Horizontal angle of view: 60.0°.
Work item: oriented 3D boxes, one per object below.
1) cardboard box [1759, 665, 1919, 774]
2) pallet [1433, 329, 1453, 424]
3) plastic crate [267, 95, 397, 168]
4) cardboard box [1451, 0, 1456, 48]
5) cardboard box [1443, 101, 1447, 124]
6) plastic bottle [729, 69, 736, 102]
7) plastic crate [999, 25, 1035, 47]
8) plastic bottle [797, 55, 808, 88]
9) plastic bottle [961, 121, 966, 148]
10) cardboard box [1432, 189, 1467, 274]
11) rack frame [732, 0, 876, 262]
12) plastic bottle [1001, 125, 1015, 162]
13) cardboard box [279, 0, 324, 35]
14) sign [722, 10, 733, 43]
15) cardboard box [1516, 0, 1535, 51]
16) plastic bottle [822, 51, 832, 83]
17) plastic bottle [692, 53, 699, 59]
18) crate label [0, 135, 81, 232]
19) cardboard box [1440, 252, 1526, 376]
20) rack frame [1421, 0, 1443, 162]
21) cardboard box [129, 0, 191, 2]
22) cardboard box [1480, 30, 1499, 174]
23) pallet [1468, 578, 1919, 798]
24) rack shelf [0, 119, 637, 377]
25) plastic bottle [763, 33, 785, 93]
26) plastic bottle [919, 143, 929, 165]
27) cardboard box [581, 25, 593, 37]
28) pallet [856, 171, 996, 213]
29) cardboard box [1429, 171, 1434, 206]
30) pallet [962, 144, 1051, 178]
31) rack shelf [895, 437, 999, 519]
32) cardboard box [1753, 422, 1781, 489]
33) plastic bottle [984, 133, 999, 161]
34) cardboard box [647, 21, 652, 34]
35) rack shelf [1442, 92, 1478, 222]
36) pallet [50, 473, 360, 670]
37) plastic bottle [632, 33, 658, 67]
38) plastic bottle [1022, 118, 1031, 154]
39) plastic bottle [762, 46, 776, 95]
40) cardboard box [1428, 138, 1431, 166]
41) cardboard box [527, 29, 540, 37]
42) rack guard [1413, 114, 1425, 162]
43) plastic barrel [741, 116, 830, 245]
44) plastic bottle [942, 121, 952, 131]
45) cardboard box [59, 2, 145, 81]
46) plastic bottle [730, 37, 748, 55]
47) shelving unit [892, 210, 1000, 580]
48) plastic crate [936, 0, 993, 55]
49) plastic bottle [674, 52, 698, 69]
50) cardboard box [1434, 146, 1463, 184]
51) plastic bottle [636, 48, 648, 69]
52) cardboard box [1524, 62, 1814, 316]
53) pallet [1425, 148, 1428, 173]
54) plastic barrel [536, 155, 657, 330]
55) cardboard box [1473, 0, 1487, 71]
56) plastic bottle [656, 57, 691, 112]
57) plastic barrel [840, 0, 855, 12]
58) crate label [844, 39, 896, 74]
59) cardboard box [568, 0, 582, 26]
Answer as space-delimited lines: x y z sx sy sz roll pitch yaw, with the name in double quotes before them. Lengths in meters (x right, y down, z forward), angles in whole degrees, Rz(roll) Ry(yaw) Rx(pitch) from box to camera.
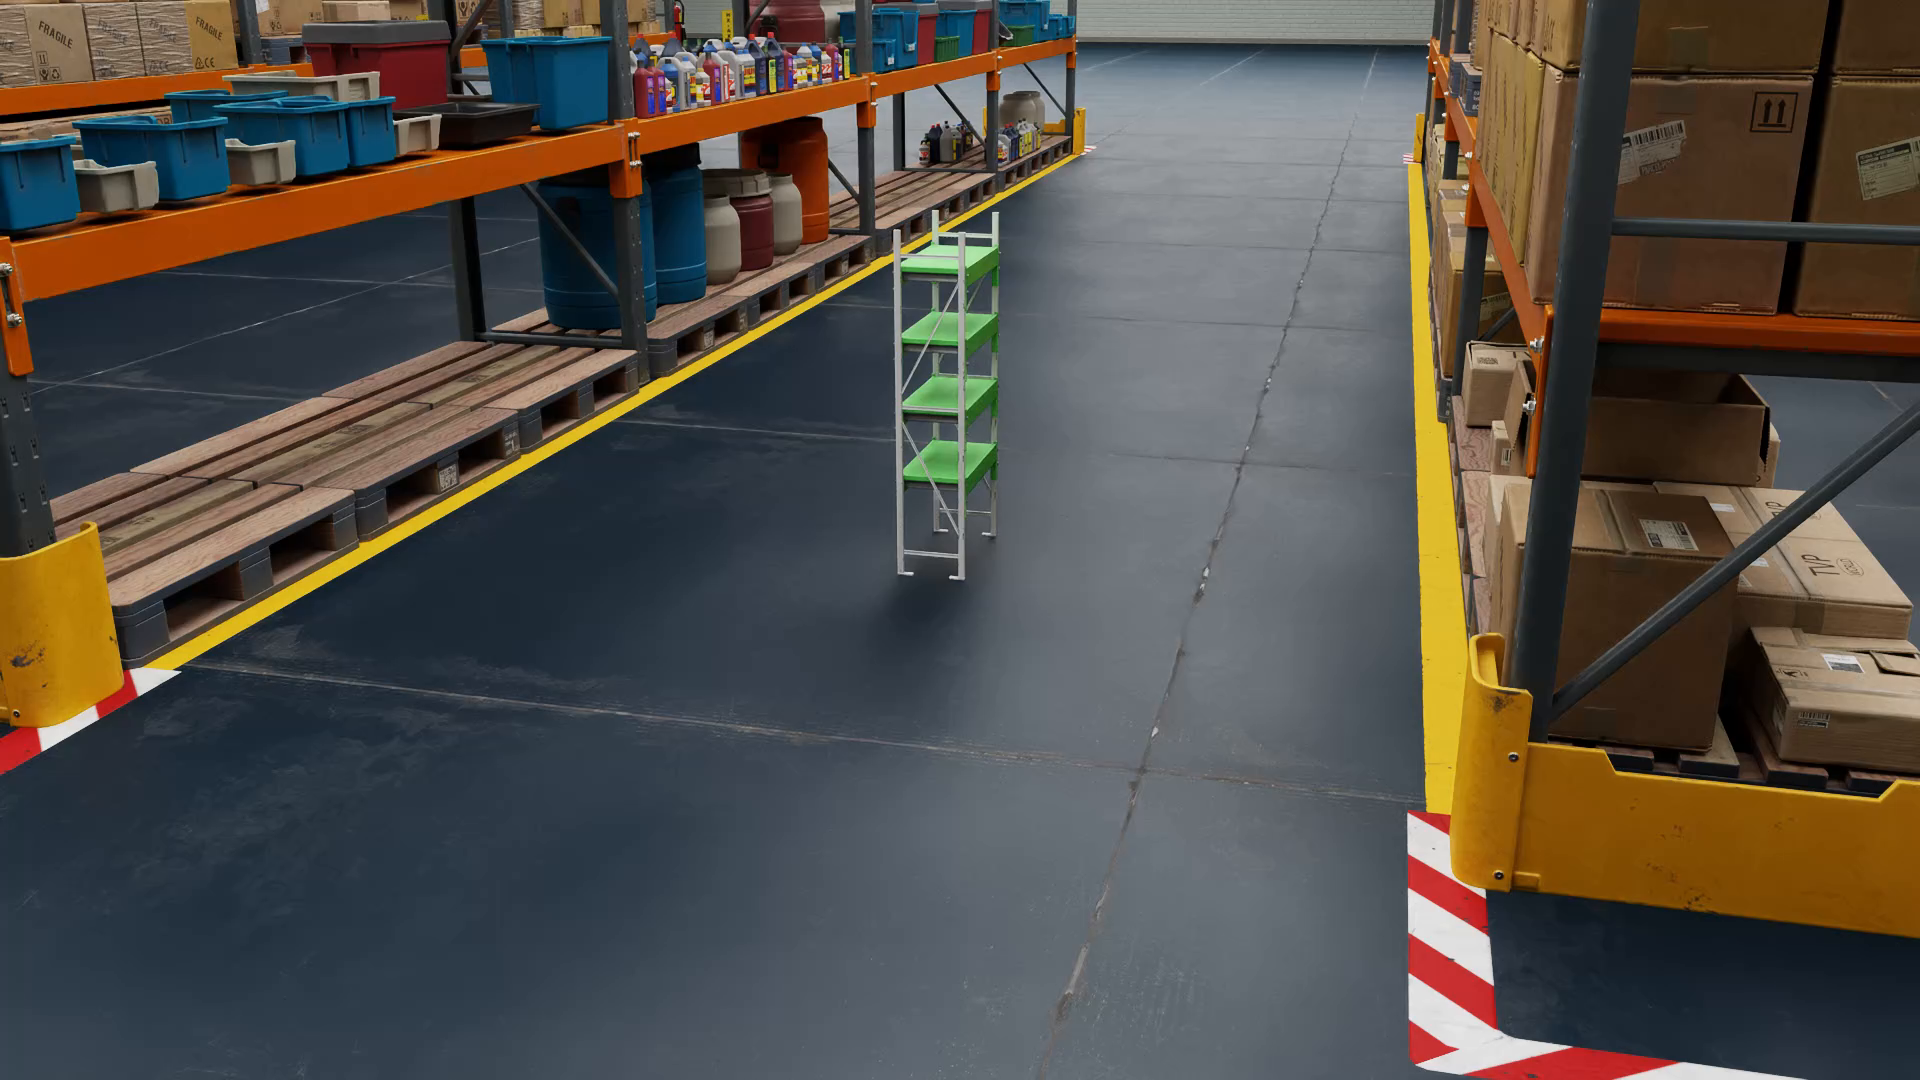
"cardboard box" 2.167 0.432 4.011 0.380 0.149 0.250 5 19 13
"pallet" 2.871 -0.796 8.193 1.003 0.211 1.213 5 19 13
"plastic crate" -2.296 -1.504 6.117 0.416 0.233 0.300 5 19 13
"cardboard box" 5.015 -4.875 15.666 0.700 0.500 0.500 5 19 14
"cardboard box" 4.699 -3.936 15.516 0.500 0.500 0.500 5 19 13
"plastic bottle" -1.330 -2.596 9.454 0.097 0.201 0.097 0 19 0
"plastic crate" 0.467 -5.061 16.692 0.450 0.188 0.662 5 19 13
"plastic bottle" -1.022 -2.990 10.609 0.097 0.201 0.097 0 19 0
"plastic bottle" 0.021 -4.321 17.720 0.061 0.283 0.133 5 19 14
"cardboard box" 3.176 -1.853 10.157 0.500 0.500 0.500 4 19 11
"rack frame" -1.116 -3.504 11.806 1.000 3.000 0.127 5 19 13
"plastic bottle" 0.461 -3.933 16.479 0.144 0.351 0.185 5 20 15
"cardboard box" -5.786 -4.497 13.908 0.700 0.500 0.500 8 20 21
"sign" -1.651 -3.623 11.901 0.100 0.325 0.005 5 19 13
"cardboard box" 1.819 -1.607 4.551 0.500 0.500 0.500 5 20 15
"plastic bottle" -0.903 -3.143 11.055 0.097 0.201 0.097 0 19 0
"plastic bottle" -1.736 -3.079 10.869 0.097 0.201 0.097 0 19 0
"crate label" -2.691 -0.997 4.633 0.416 0.233 0.303 5 19 13
"cardboard box" 2.552 -1.061 7.839 0.500 0.500 0.500 5 19 13
"rack frame" 5.641 -5.619 17.999 1.000 3.000 0.127 5 19 13
"cardboard box" -6.113 -4.190 12.106 0.797 0.503 0.637 5 20 15
"cardboard box" 2.198 -1.607 6.096 0.500 0.500 0.500 5 19 14
"pallet" 1.944 0.442 4.569 1.003 0.211 1.213 5 19 13
"rack shelf" -2.582 -1.283 6.417 1.077 0.370 4.000 5 19 13
"plastic bottle" -1.160 -2.916 10.159 0.144 0.351 0.185 5 19 13
"plastic bottle" -0.352 -3.780 16.263 0.097 0.201 0.097 0 19 0
"cardboard box" -4.244 -5.545 18.170 0.380 0.149 0.250 5 19 13
"pallet" -0.293 -3.189 15.198 1.003 0.211 1.213 5 19 13
"cardboard box" 4.075 -2.834 13.447 0.500 0.250 0.500 4 19 12
"pallet" 0.362 -4.029 17.657 1.003 0.211 1.213 5 19 13
"rack shelf" -0.040 -0.228 5.940 0.258 0.148 0.480 5 19 13
"cardboard box" 2.662 -0.358 6.074 0.500 0.311 0.500 5 19 13
"plastic bottle" 0.321 -3.944 16.512 0.144 0.351 0.185 5 19 13
"cardboard box" -3.895 -6.100 19.795 0.380 0.149 0.250 5 19 13
"rack shelf" 3.198 -2.145 8.939 1.077 0.370 4.000 5 19 13
"pallet" -2.831 0.067 5.664 1.003 0.211 1.213 5 19 13
"plastic bottle" -1.917 -2.886 10.074 0.144 0.351 0.185 5 19 13
"plastic bottle" 0.656 -4.184 17.213 0.144 0.351 0.185 5 20 16
"plastic bottle" -1.158 -2.831 10.015 0.061 0.283 0.133 5 19 13
"cardboard box" 4.805 -3.740 16.100 0.500 0.250 0.500 5 19 13
"cardboard box" -4.524 -5.151 17.017 0.380 0.149 0.250 5 19 13
"rack guard" 5.647 -4.444 18.425 1.175 0.500 0.348 5 19 13
"plastic barrel" -1.219 -2.521 11.636 0.600 0.830 0.708 5 19 13
"plastic bottle" -0.135 -4.099 16.964 0.144 0.351 0.185 5 19 13
"cardboard box" -6.050 -3.450 11.492 0.500 0.500 0.500 4 19 12
"plastic bottle" -1.535 -3.335 11.504 0.152 0.276 0.135 5 19 13
"shelving unit" -0.040 -0.516 5.842 0.258 1.200 0.503 5 19 13
"plastic crate" 0.040 -4.612 14.951 0.402 0.464 0.583 5 19 13
"plastic bottle" -1.532 -2.609 9.377 0.152 0.276 0.135 5 19 13
"cardboard box" 3.822 -2.780 12.422 0.500 0.311 0.500 5 19 13
"plastic bottle" -1.915 -2.802 9.948 0.097 0.271 0.097 0 19 0
"cardboard box" 1.577 -0.814 3.774 0.500 0.500 0.500 5 20 15
"pallet" 5.495 -4.057 17.738 1.003 0.211 1.213 5 19 13
"plastic barrel" -1.944 -1.625 8.902 0.600 0.901 0.708 5 19 13
"cardboard box" 3.081 -2.663 8.539 0.700 0.500 0.500 0 19 -1
"plastic bottle" -1.521 -2.421 8.828 0.152 0.276 0.135 5 19 13
"plastic barrel" -0.969 -4.028 13.168 0.421 0.512 0.421 0 19 0
"crate label" -0.649 -3.527 12.133 0.303 0.233 0.416 5 19 13
"cardboard box" -4.591 -5.792 17.889 0.875 0.500 0.500 5 19 13
